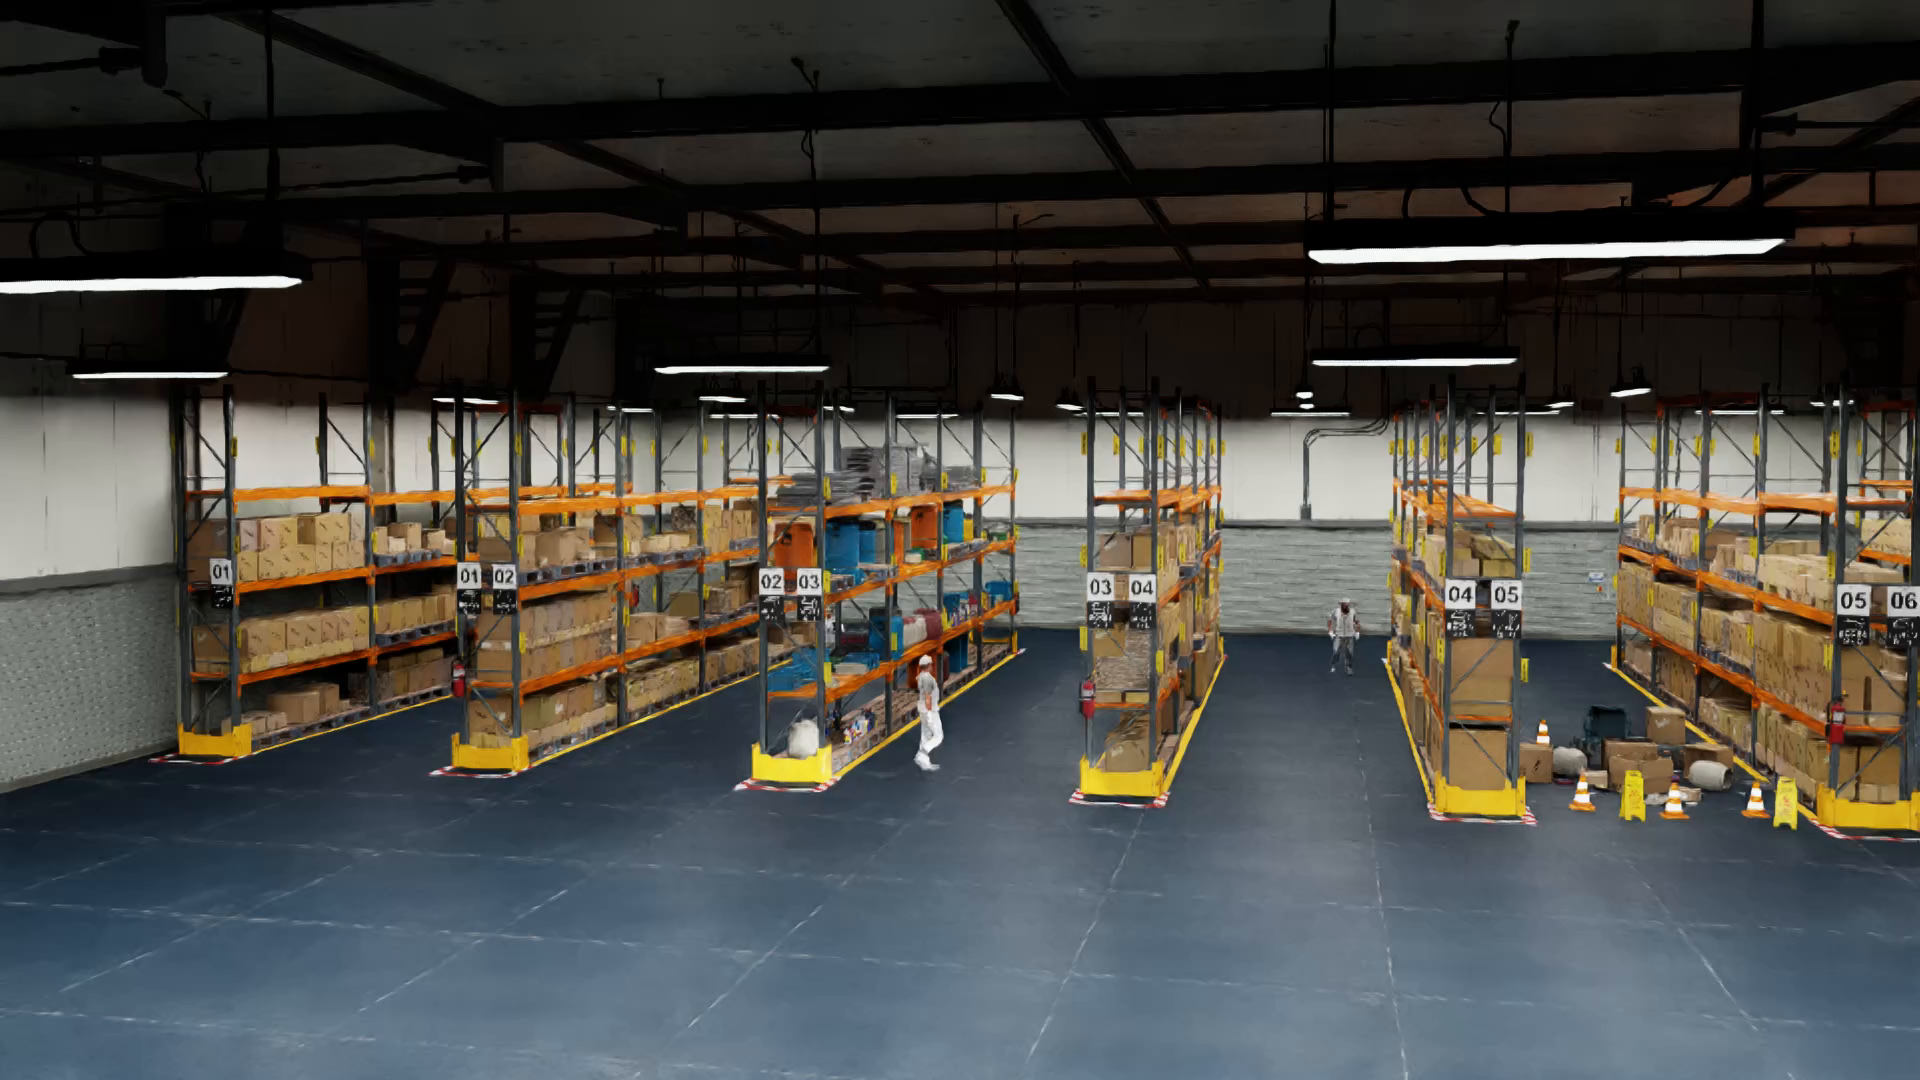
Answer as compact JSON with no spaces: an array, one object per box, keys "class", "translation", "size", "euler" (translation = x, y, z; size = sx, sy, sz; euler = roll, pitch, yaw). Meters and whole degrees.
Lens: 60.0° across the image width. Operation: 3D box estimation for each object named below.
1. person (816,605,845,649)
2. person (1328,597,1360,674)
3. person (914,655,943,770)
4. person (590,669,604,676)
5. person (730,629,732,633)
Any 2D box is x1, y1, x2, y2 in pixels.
[{"class":"person","translation":[-2.784,2.196,35.752],"size":[0.639,1.627,0.512],"euler":[1,3,10]},{"class":"person","translation":[8.442,2.097,36.562],"size":[0.702,1.735,0.549],"euler":[1,3,11]},{"class":"person","translation":[-0.507,2.668,25.692],"size":[0.425,1.786,0.593],"euler":[-1,3,-14]},{"class":"person","translation":[-7.390,2.279,33.606],"size":[0.477,1.662,0.493],"euler":[3,4,43]},{"class":"person","translation":[-5.829,1.809,41.042],"size":[0.497,1.765,0.625],"euler":[3,4,42]}]
